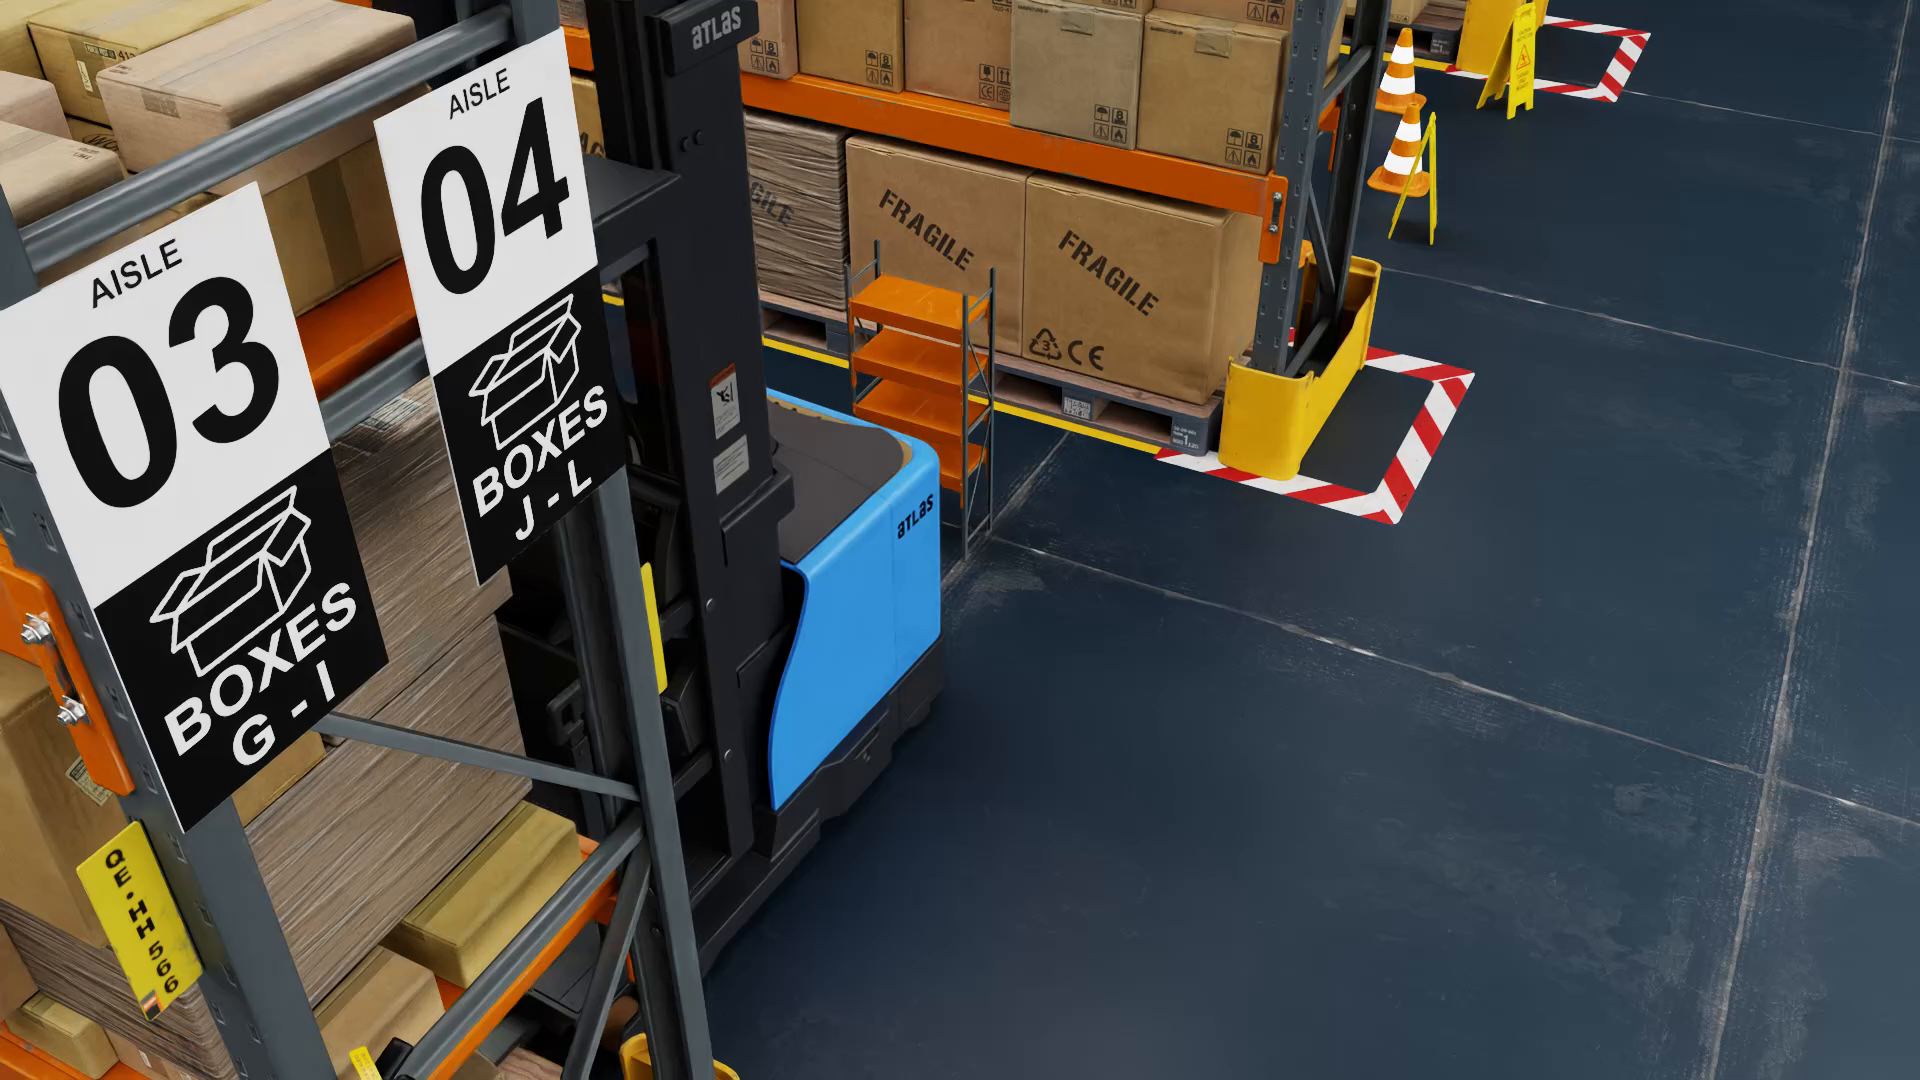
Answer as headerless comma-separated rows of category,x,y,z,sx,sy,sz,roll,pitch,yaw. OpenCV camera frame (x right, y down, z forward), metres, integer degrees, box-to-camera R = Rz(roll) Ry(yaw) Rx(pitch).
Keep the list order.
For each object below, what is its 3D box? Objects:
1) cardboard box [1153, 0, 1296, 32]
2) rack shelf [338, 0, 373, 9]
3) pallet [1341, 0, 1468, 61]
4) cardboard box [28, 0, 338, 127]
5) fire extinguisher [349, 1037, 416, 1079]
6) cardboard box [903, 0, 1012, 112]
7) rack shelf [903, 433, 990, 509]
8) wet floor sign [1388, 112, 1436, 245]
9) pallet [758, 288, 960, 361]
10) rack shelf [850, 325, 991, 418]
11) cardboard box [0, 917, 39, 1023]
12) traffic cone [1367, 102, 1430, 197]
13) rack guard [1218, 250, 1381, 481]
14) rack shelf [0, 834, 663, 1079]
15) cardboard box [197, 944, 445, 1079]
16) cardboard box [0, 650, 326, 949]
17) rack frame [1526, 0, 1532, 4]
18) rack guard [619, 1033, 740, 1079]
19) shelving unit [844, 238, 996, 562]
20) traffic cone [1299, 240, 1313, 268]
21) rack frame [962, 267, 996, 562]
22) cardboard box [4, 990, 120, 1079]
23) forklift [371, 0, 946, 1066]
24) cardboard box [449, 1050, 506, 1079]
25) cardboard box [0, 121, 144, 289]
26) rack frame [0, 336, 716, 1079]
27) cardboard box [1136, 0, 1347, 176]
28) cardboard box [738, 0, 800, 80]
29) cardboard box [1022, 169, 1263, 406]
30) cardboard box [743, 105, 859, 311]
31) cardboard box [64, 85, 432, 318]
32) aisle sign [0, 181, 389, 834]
cardboard box,1.183,-2.414,6.432,0.550,0.550,0.875,17,41,21
rack shelf,-3.833,-3.182,9.056,4.000,0.370,1.077,17,41,21
pallet,2.909,-3.641,11.372,1.213,0.211,1.003,17,41,21
cardboard box,-1.200,-0.784,2.615,0.250,0.149,0.380,18,41,22
fire extinguisher,-0.986,1.145,2.825,0.183,0.674,0.296,17,41,21
cardboard box,0.207,-2.303,7.179,0.550,0.550,0.875,17,41,21
rack shelf,-0.147,-0.312,6.609,0.480,0.148,0.258,17,41,21
wet floor sign,2.431,-1.918,8.742,0.232,0.644,0.267,11,38,14
pallet,-0.330,-1.210,8.169,1.213,0.211,1.003,17,41,21
rack shelf,-0.147,-0.649,6.353,0.480,0.148,0.258,17,41,21
cardboard box,-1.851,0.434,3.369,0.500,0.500,0.875,17,41,21
traffic cone,2.498,-2.212,9.281,0.334,0.463,0.336,17,41,21
rack guard,1.516,-0.798,7.388,0.348,0.500,1.175,17,41,21
rack shelf,-2.652,0.565,4.120,4.000,0.370,1.077,17,41,21
cardboard box,-1.224,0.966,3.204,0.250,0.149,0.380,17,41,21
cardboard box,-1.478,0.258,2.774,0.500,0.500,0.500,17,41,21
rack frame,3.682,-4.486,10.179,0.127,3.000,1.000,17,41,21
rack guard,-0.943,1.809,3.953,0.348,0.500,1.175,17,41,21
shelving unit,-0.147,-0.524,6.448,0.503,1.200,0.258,17,41,21
traffic cone,1.676,-1.700,8.607,0.334,0.463,0.336,17,41,21
rack frame,0.070,-0.456,6.358,0.015,1.200,0.240,17,41,21
cardboard box,-1.691,0.854,3.351,0.250,0.149,0.380,17,41,21
forklift,-1.241,-0.006,4.334,1.130,2.935,3.031,20,42,24
cardboard box,-1.423,1.480,4.039,0.500,0.500,0.500,25,44,29
cardboard box,-1.266,-0.369,2.069,0.250,0.149,0.380,17,41,21
rack frame,-0.876,0.835,3.170,0.127,3.000,1.000,17,41,21
cardboard box,1.145,-1.939,6.699,0.550,0.550,0.875,17,41,21
cardboard box,-0.800,-2.522,7.467,0.550,0.550,0.875,17,41,21
cardboard box,0.862,-1.274,7.358,0.875,0.875,0.875,18,41,22
cardboard box,-0.729,-1.772,8.014,0.875,0.875,0.875,18,41,22
cardboard box,-1.185,-0.573,2.667,0.500,0.250,0.500,19,41,23
aisle sign,-0.959,-0.023,2.149,0.004,0.787,0.394,17,41,21
